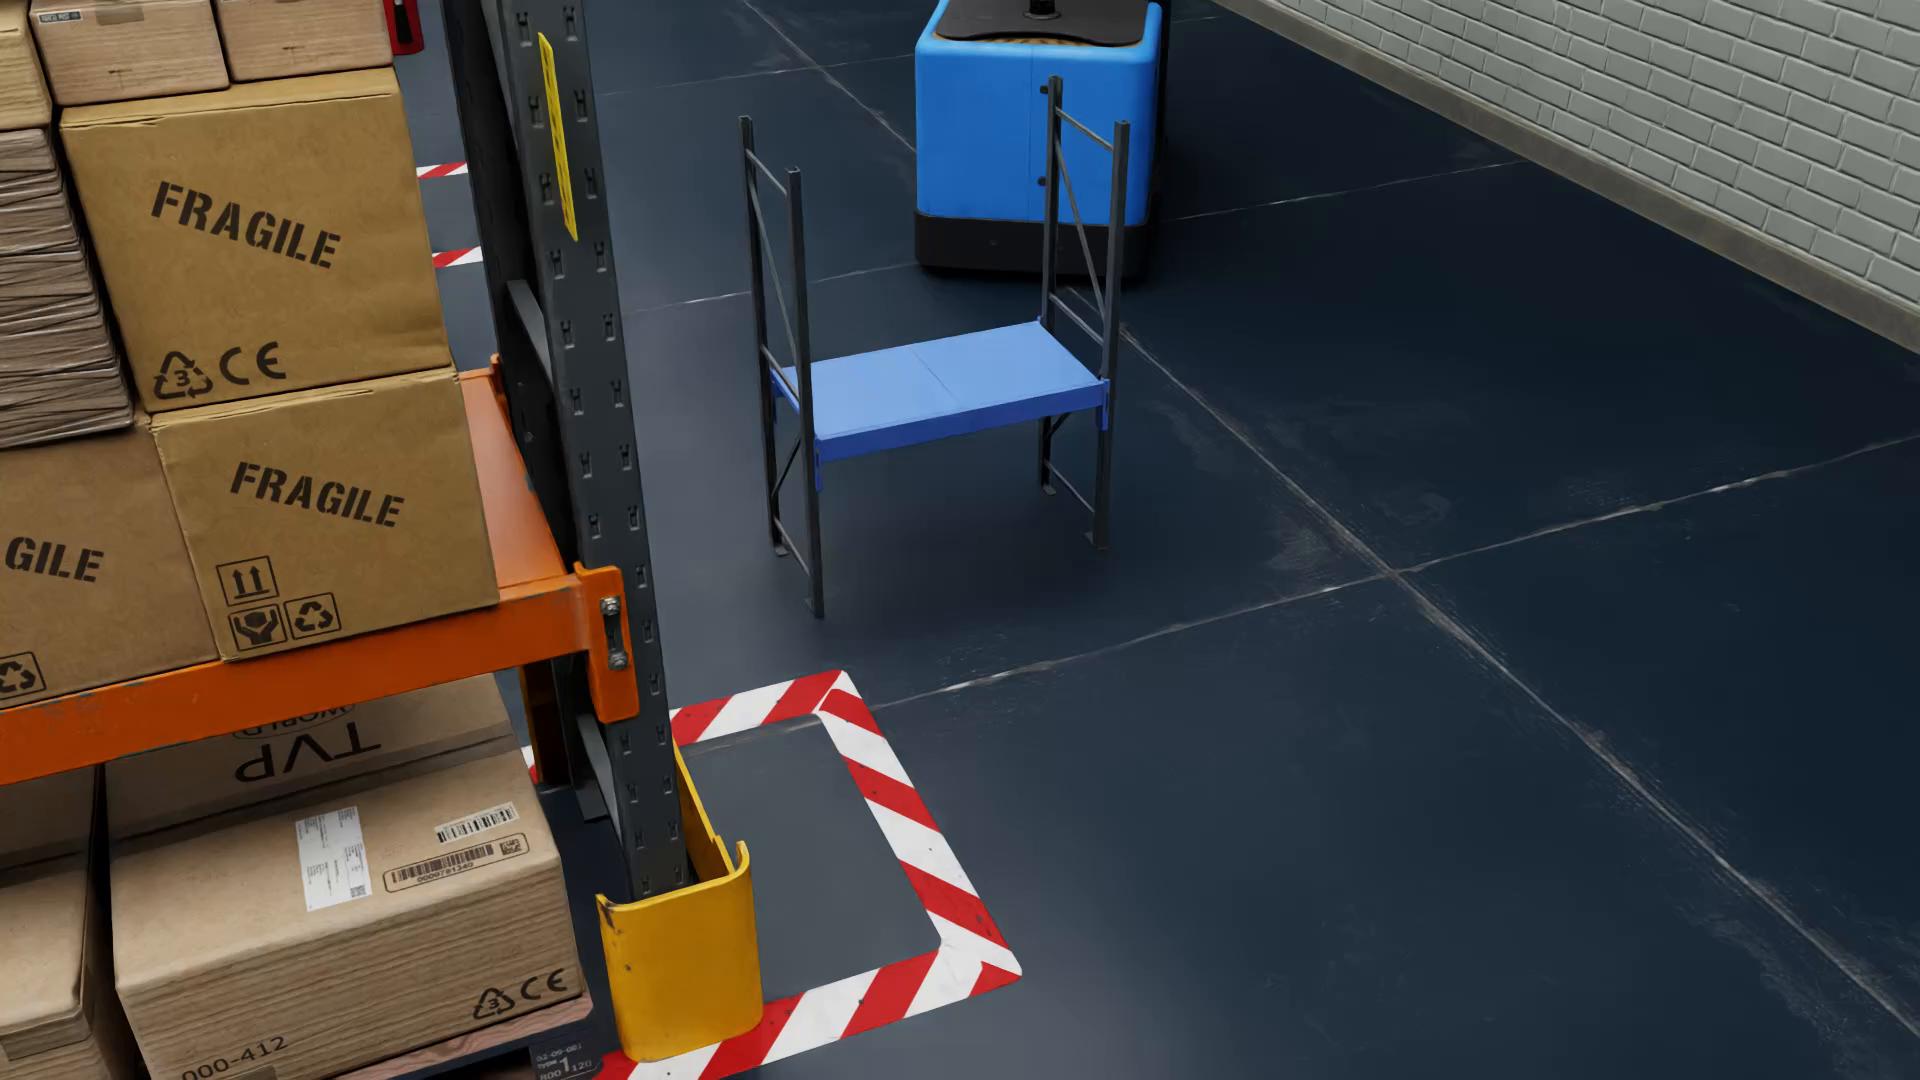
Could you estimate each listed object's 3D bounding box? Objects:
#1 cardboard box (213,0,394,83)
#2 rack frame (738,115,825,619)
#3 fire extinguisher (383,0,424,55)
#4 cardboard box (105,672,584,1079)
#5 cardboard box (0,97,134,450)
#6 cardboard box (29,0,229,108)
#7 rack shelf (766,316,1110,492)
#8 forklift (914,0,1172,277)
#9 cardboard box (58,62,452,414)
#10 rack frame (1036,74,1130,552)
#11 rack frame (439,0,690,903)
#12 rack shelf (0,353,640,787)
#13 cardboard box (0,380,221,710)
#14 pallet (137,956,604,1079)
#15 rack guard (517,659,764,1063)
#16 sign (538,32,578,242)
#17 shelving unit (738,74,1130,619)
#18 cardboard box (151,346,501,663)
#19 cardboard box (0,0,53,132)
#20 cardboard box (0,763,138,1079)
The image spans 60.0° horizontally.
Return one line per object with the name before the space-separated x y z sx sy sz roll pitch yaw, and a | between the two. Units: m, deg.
cardboard box | -1.112 -0.908 2.792 0.250 0.149 0.380 -12 35 -18
rack frame | -0.547 -0.503 5.148 0.032 1.500 0.500 -13 35 -19
fire extinguisher | -2.457 -2.452 7.181 0.183 0.674 0.296 -13 35 -19
cardboard box | -1.428 0.736 3.833 0.875 0.438 0.875 -14 36 -21
cardboard box | -1.682 -0.466 2.707 0.500 0.500 0.500 -13 35 -19
cardboard box | -1.337 -0.842 2.691 0.250 0.149 0.380 -12 35 -18
rack shelf | -0.079 -0.460 5.411 1.000 0.185 0.538 -13 35 -19
forklift | 0.514 -3.189 7.963 1.130 2.935 3.031 4 33 7
cardboard box | -1.211 -0.591 2.900 0.500 0.500 0.500 -12 35 -17
rack frame | 0.390 -0.718 5.478 0.032 1.500 0.500 -13 35 -19
rack frame | -0.859 -0.352 3.540 0.127 3.000 1.000 -13 35 -19
rack shelf | -2.703 0.372 3.087 4.000 0.370 1.077 -13 35 -19
cardboard box | -1.670 -0.060 3.001 0.500 0.500 0.500 -14 35 -20
pallet | -1.566 1.025 3.981 1.213 0.211 1.003 -13 35 -19
rack guard | -0.837 0.691 4.230 0.348 0.500 1.175 -13 35 -19
sign | -0.661 -0.660 2.736 0.005 0.325 0.100 -13 35 -19
shelving unit | -0.079 -0.611 5.313 1.048 1.500 0.538 -13 35 -19
cardboard box | -1.201 -0.159 3.152 0.500 0.500 0.500 -13 35 -19
cardboard box | -1.542 -0.746 2.542 0.250 0.149 0.380 -13 35 -19
cardboard box | -2.269 0.933 3.529 0.875 0.438 0.875 -12 35 -18
